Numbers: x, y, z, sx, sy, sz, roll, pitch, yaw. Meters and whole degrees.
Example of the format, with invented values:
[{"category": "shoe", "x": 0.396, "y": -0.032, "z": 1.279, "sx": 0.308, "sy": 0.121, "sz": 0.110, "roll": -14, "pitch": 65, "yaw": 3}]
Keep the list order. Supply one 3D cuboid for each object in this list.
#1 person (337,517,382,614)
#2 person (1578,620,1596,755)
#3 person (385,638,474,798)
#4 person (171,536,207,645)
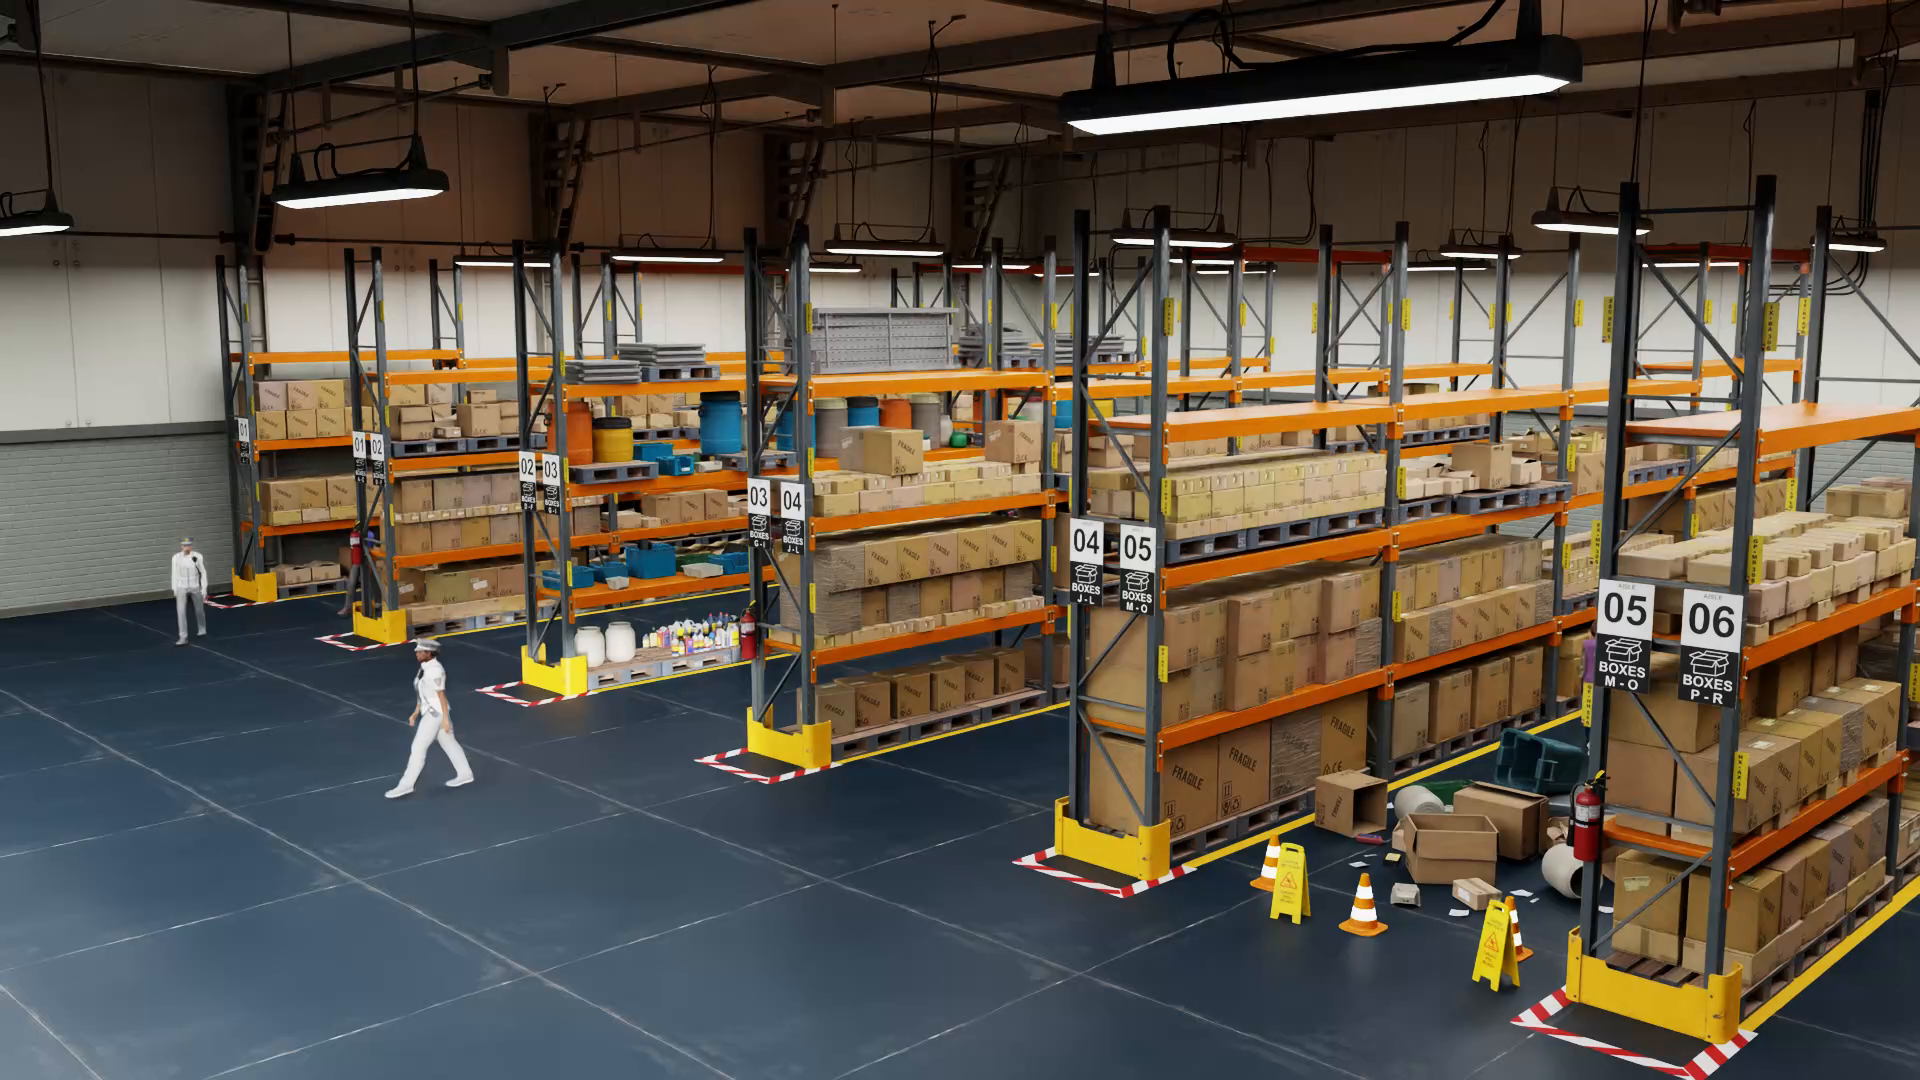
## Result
[{"category": "person", "x": -10.050, "y": 0.409, "z": 27.884, "sx": 0.490, "sy": 1.591, "sz": 0.954, "roll": 1, "pitch": 8, "yaw": 6}, {"category": "person", "x": 7.285, "y": 1.699, "z": 19.019, "sx": 0.462, "sy": 1.596, "sz": 0.454, "roll": 8, "pitch": 11, "yaw": 43}, {"category": "person", "x": -5.652, "y": 1.844, "z": 17.631, "sx": 0.907, "sy": 1.639, "sz": 0.492, "roll": -3, "pitch": 9, "yaw": -19}, {"category": "person", "x": -11.861, "y": 0.738, "z": 25.595, "sx": 0.494, "sy": 1.624, "sz": 0.853, "roll": -4, "pitch": 9, "yaw": -26}]
